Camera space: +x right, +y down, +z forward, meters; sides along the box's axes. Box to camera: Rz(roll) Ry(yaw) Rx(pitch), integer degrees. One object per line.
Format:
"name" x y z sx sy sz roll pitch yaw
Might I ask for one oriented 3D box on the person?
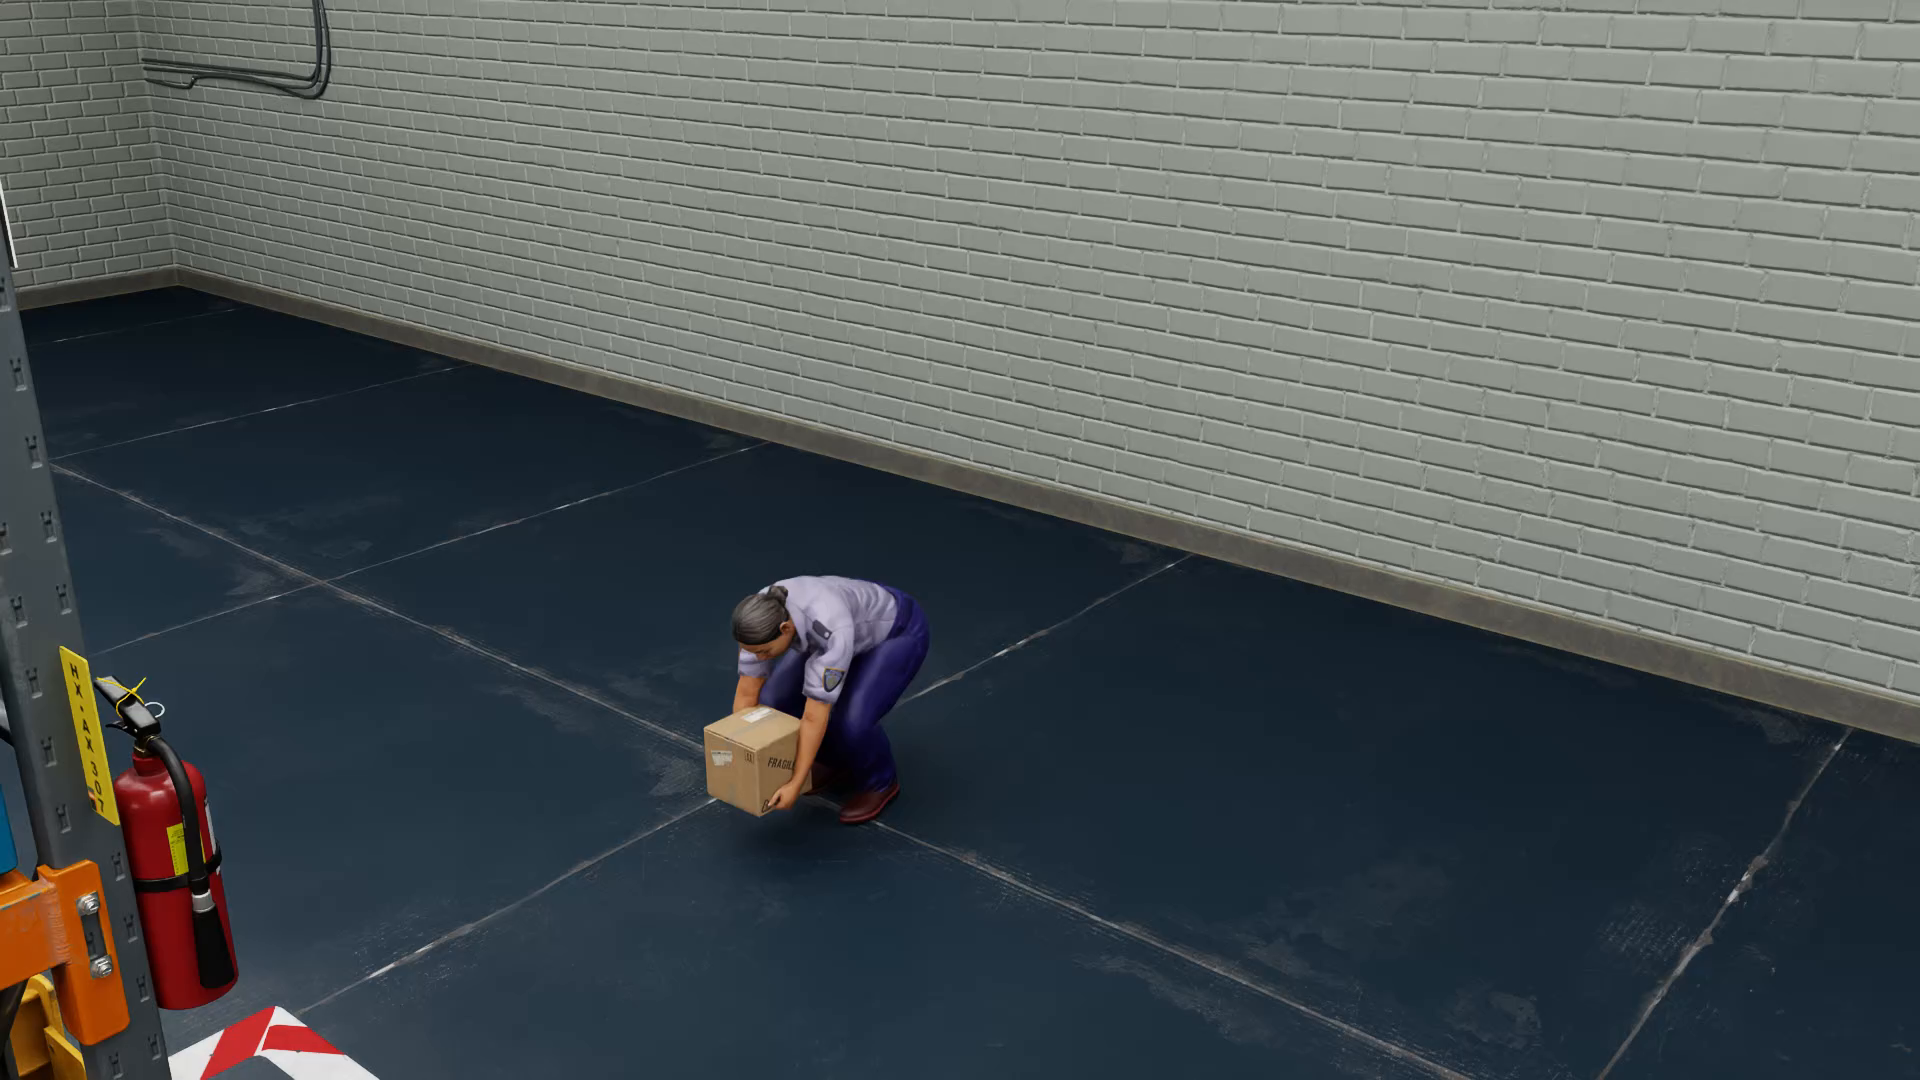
"person" -0.468 0.510 5.749 0.508 0.941 0.868 15 25 35
